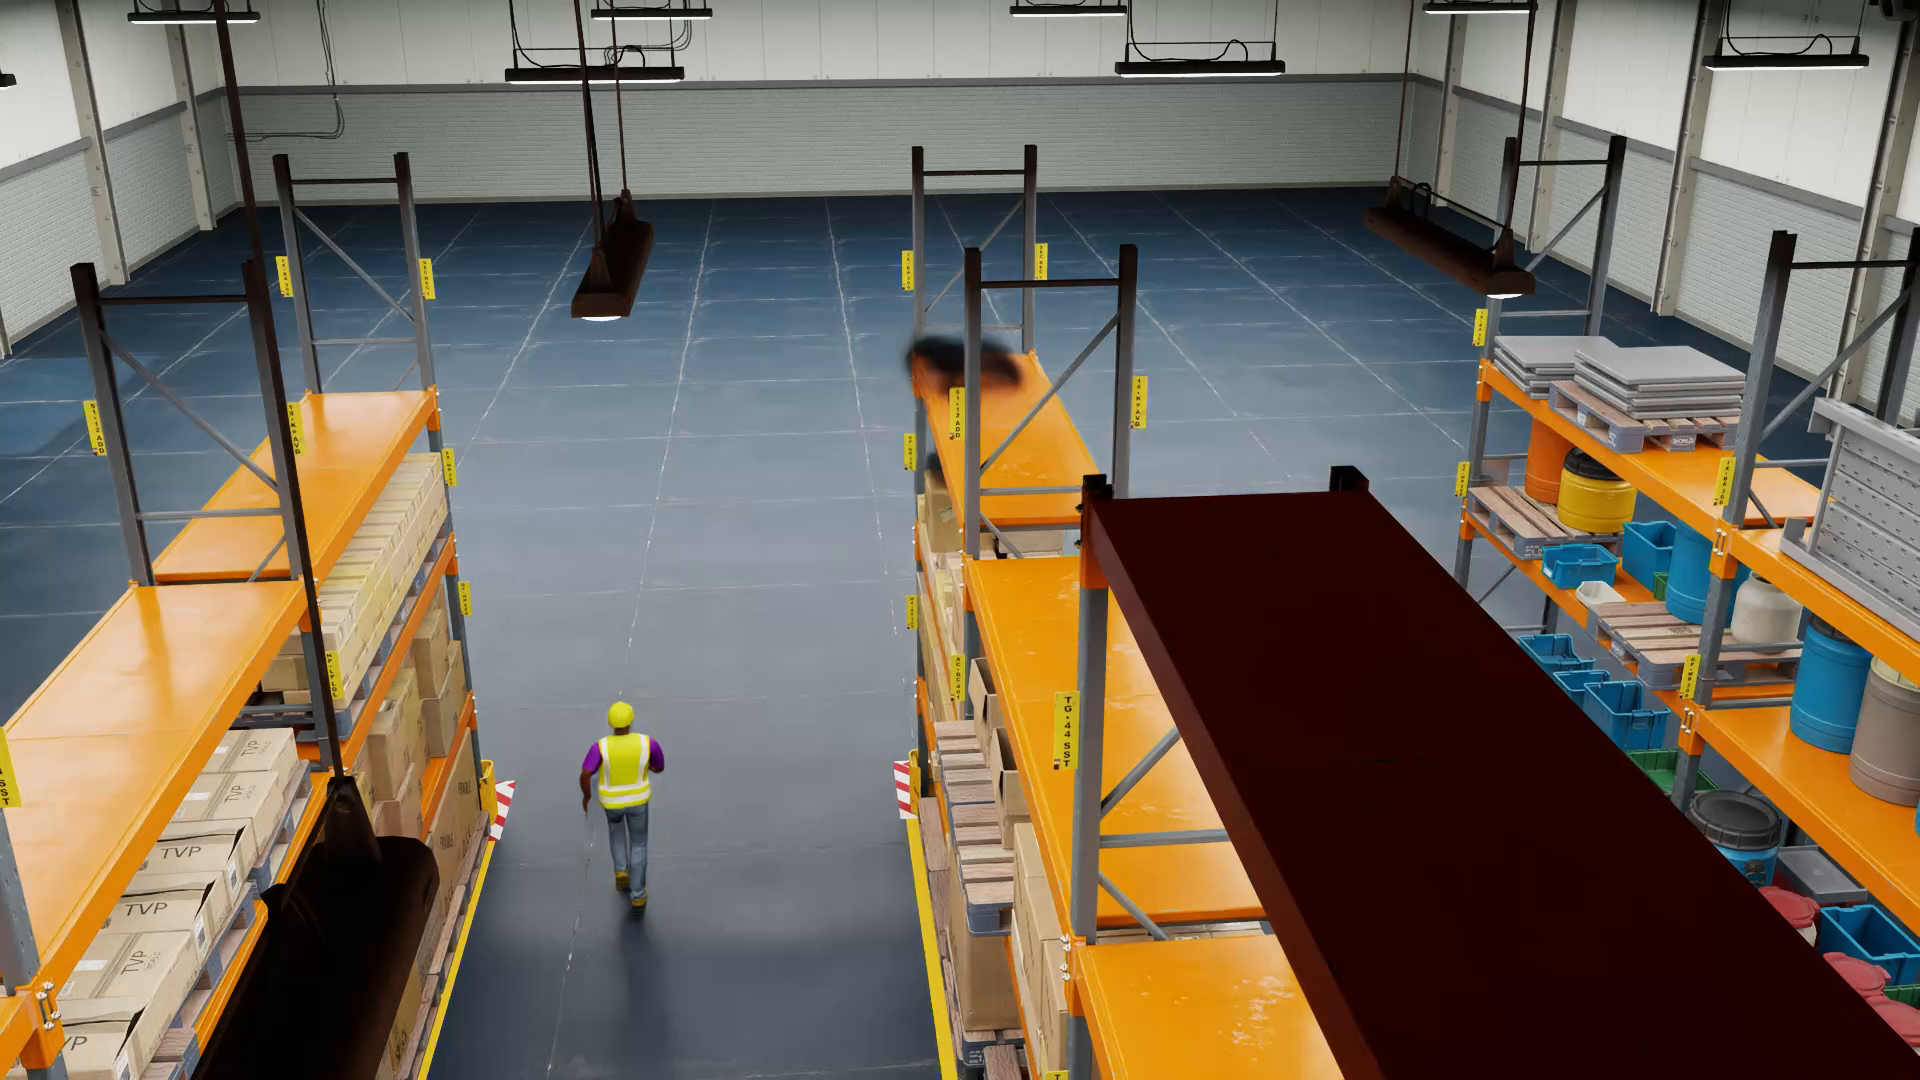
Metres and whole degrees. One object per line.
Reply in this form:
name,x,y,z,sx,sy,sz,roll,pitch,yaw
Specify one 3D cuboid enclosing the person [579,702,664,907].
person,-2.783,2.157,13.815,0.683,1.785,0.800,-4,22,-10
